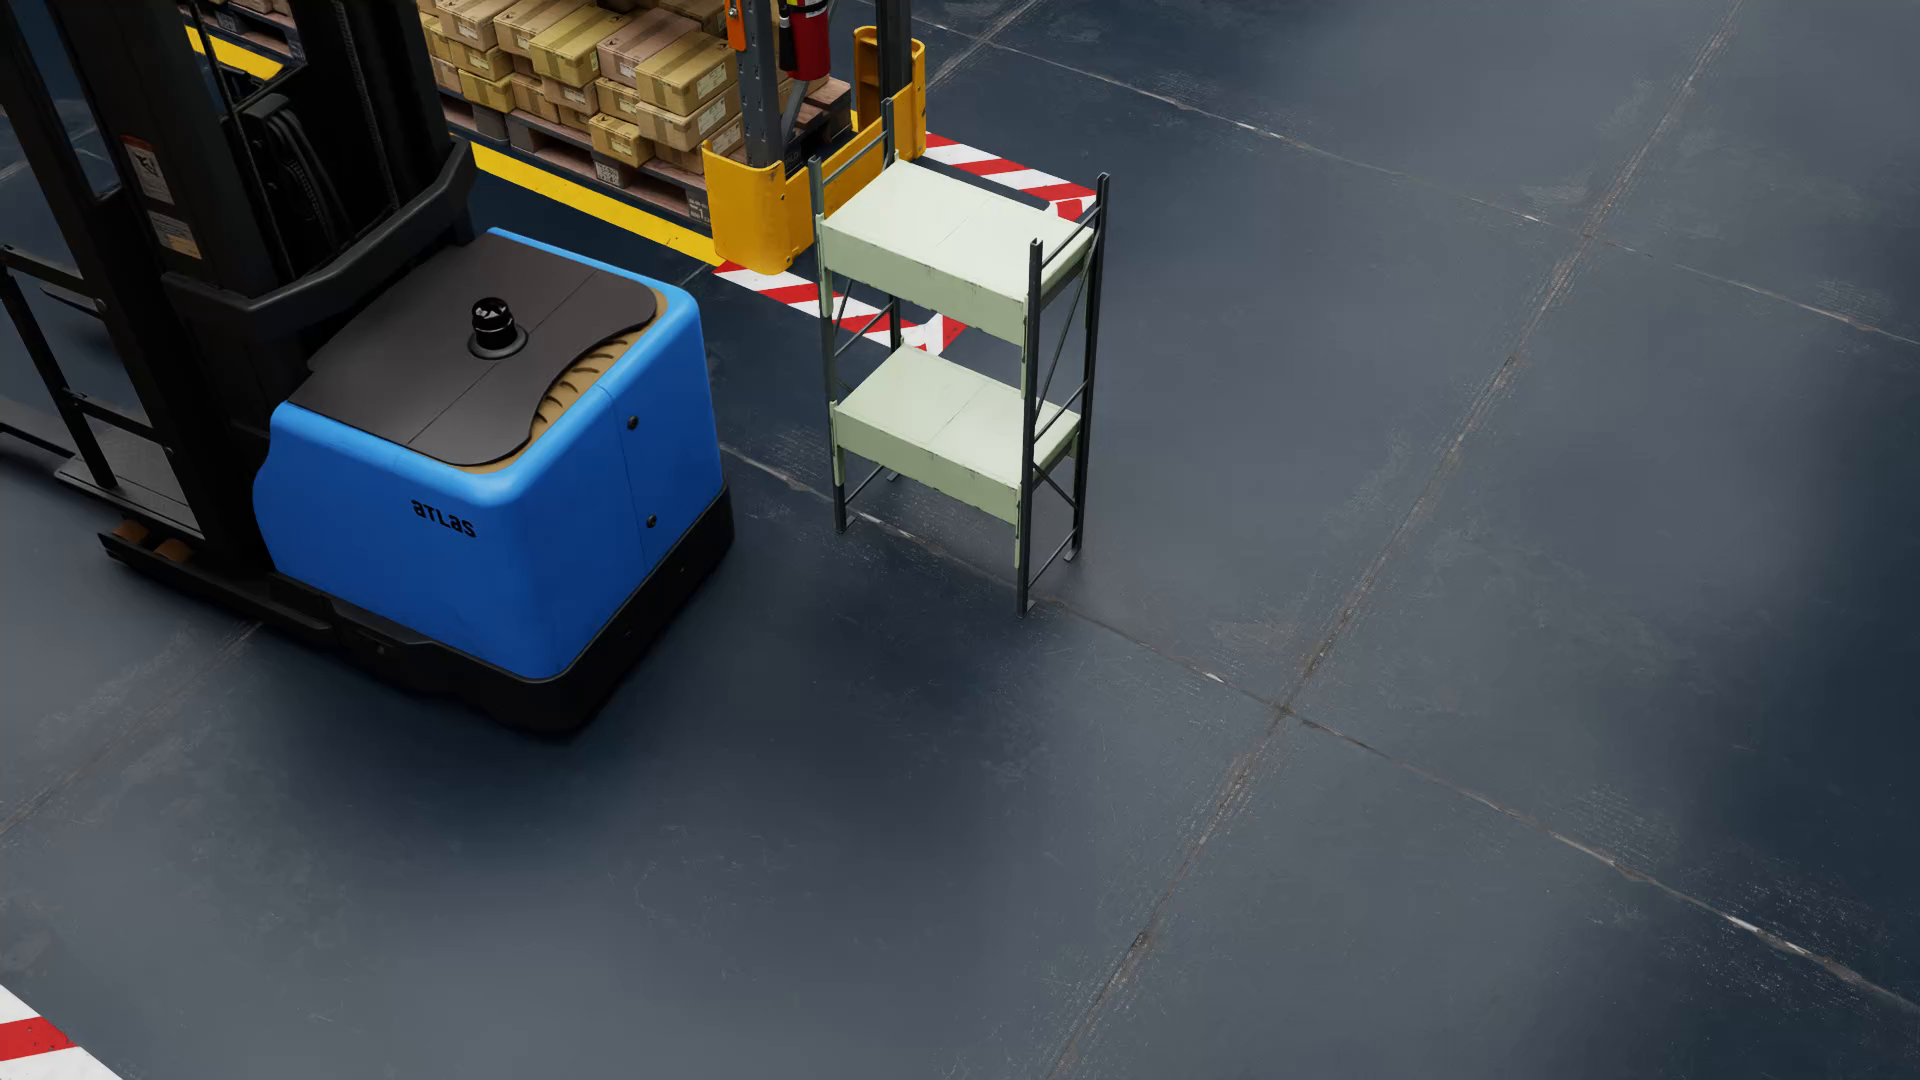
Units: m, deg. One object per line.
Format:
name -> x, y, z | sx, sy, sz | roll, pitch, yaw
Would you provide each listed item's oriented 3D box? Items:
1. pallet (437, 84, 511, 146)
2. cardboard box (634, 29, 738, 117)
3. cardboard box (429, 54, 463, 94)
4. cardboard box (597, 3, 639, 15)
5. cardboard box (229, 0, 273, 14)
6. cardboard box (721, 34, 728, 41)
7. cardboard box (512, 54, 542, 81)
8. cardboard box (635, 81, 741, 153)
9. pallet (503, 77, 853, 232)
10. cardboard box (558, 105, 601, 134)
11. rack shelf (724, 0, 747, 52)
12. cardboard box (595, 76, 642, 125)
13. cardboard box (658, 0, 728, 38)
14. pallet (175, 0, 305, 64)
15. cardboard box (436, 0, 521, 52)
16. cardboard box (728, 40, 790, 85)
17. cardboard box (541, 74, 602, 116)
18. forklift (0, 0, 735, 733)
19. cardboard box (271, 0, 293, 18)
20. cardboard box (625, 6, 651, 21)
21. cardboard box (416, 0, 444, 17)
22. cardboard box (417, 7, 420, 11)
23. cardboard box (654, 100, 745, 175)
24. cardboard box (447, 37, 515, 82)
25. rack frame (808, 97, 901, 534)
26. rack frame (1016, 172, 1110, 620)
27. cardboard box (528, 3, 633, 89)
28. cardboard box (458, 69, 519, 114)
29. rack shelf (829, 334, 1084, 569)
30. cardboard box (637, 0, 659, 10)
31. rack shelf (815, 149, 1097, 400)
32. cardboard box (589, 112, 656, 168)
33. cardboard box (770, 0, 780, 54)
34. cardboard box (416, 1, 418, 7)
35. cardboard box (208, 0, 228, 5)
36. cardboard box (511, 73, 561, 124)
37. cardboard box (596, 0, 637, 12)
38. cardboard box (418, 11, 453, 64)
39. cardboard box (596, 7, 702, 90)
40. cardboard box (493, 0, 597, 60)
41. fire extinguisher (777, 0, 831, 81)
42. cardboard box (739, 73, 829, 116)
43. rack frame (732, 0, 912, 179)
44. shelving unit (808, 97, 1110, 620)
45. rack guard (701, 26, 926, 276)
pallet -> -2.274, -2.365, 7.901 | 1.213, 0.211, 1.003 | 25, 51, 22
cardboard box -> -1.105, -1.911, 6.796 | 0.250, 0.149, 0.380 | 25, 51, 23
cardboard box -> -2.208, -2.189, 7.481 | 0.250, 0.149, 0.380 | 26, 51, 23
cardboard box -> -1.436, -2.460, 7.536 | 0.250, 0.149, 0.380 | 26, 51, 23
cardboard box -> -3.295, -2.698, 7.975 | 0.250, 0.149, 0.380 | 24, 51, 22
cardboard box -> -1.025, -2.253, 7.336 | 0.250, 0.149, 0.380 | 24, 51, 22
cardboard box -> -1.730, -2.154, 7.239 | 0.250, 0.149, 0.380 | 24, 51, 22
cardboard box -> -1.121, -1.788, 6.883 | 0.250, 0.149, 0.380 | 23, 50, 21
pallet -> -1.251, -1.893, 7.442 | 1.213, 0.211, 1.003 | 25, 51, 22
cardboard box -> -1.525, -1.923, 7.222 | 0.250, 0.149, 0.380 | 24, 51, 22
rack shelf -> -2.206, -3.023, 7.097 | 4.000, 0.370, 1.077 | 25, 51, 22
cardboard box -> -1.312, -1.921, 7.013 | 0.250, 0.149, 0.380 | 24, 50, 21
cardboard box -> -1.077, -2.301, 7.175 | 0.250, 0.149, 0.380 | 26, 51, 23
pallet -> -3.305, -2.837, 8.360 | 1.213, 0.211, 1.003 | 25, 51, 22
cardboard box -> -2.012, -2.276, 7.150 | 0.250, 0.149, 0.380 | 27, 51, 23
cardboard box -> -0.825, -2.113, 7.200 | 0.250, 0.149, 0.380 | 27, 52, 24
cardboard box -> -1.559, -1.988, 7.078 | 0.250, 0.149, 0.380 | 23, 50, 21
forklift -> -2.319, -1.182, 4.854 | 3.031, 2.935, 1.130 | 20, 49, 18
cardboard box -> -3.055, -2.630, 7.909 | 0.250, 0.149, 0.380 | 24, 50, 21
cardboard box -> -1.279, -2.295, 7.376 | 0.250, 0.149, 0.380 | 25, 51, 23
cardboard box -> -2.174, -2.445, 7.314 | 0.250, 0.149, 0.380 | 23, 50, 21
cardboard box -> -2.455, -2.381, 7.460 | 0.250, 0.149, 0.380 | 25, 51, 22
cardboard box -> -1.078, -1.730, 7.034 | 0.250, 0.149, 0.380 | 26, 51, 23
cardboard box -> -2.002, -2.180, 7.265 | 0.250, 0.149, 0.380 | 25, 51, 23
rack frame -> -0.314, -0.667, 5.352 | 0.023, 1.500, 0.400 | 25, 51, 22
rack frame -> 0.302, -0.384, 5.077 | 0.023, 1.500, 0.400 | 25, 51, 22
cardboard box -> -1.572, -2.067, 6.947 | 0.250, 0.149, 0.380 | 24, 50, 21
cardboard box -> -1.989, -2.071, 7.366 | 0.250, 0.149, 0.380 | 23, 50, 20
rack shelf -> -0.006, -0.298, 5.448 | 0.720, 0.370, 0.431 | 25, 51, 22
cardboard box -> -1.220, -2.476, 7.345 | 0.250, 0.149, 0.380 | 25, 51, 22
rack shelf -> -0.006, -0.797, 4.935 | 0.720, 0.370, 0.431 | 25, 51, 22
cardboard box -> -1.349, -1.768, 7.072 | 0.250, 0.149, 0.380 | 26, 51, 23
cardboard box -> -0.780, -2.267, 7.142 | 0.250, 0.149, 0.380 | 23, 50, 20
cardboard box -> -2.410, -2.529, 7.396 | 0.250, 0.149, 0.380 | 25, 51, 22
cardboard box -> -3.533, -2.763, 8.038 | 0.250, 0.149, 0.380 | 26, 51, 23
cardboard box -> -1.740, -2.010, 7.307 | 0.250, 0.149, 0.380 | 25, 51, 22
cardboard box -> -1.474, -2.522, 7.390 | 0.250, 0.149, 0.380 | 22, 50, 20
cardboard box -> -2.208, -2.291, 7.372 | 0.250, 0.149, 0.380 | 27, 52, 24
cardboard box -> -1.286, -2.043, 6.924 | 0.250, 0.149, 0.380 | 26, 51, 23
cardboard box -> -1.756, -2.205, 7.082 | 0.250, 0.149, 0.380 | 23, 50, 21
fire extinguisher -> -0.560, -1.966, 5.883 | 0.183, 0.674, 0.296 | 25, 51, 22
cardboard box -> -0.791, -2.048, 7.344 | 0.250, 0.149, 0.380 | 26, 51, 23
rack frame -> -0.523, -2.499, 6.087 | 0.127, 3.000, 1.000 | 25, 51, 22
shelving unit -> -0.006, -0.525, 5.215 | 0.755, 1.500, 0.431 | 25, 51, 22
rack guard -> -0.587, -1.657, 7.012 | 0.348, 0.500, 1.175 | 25, 51, 22
